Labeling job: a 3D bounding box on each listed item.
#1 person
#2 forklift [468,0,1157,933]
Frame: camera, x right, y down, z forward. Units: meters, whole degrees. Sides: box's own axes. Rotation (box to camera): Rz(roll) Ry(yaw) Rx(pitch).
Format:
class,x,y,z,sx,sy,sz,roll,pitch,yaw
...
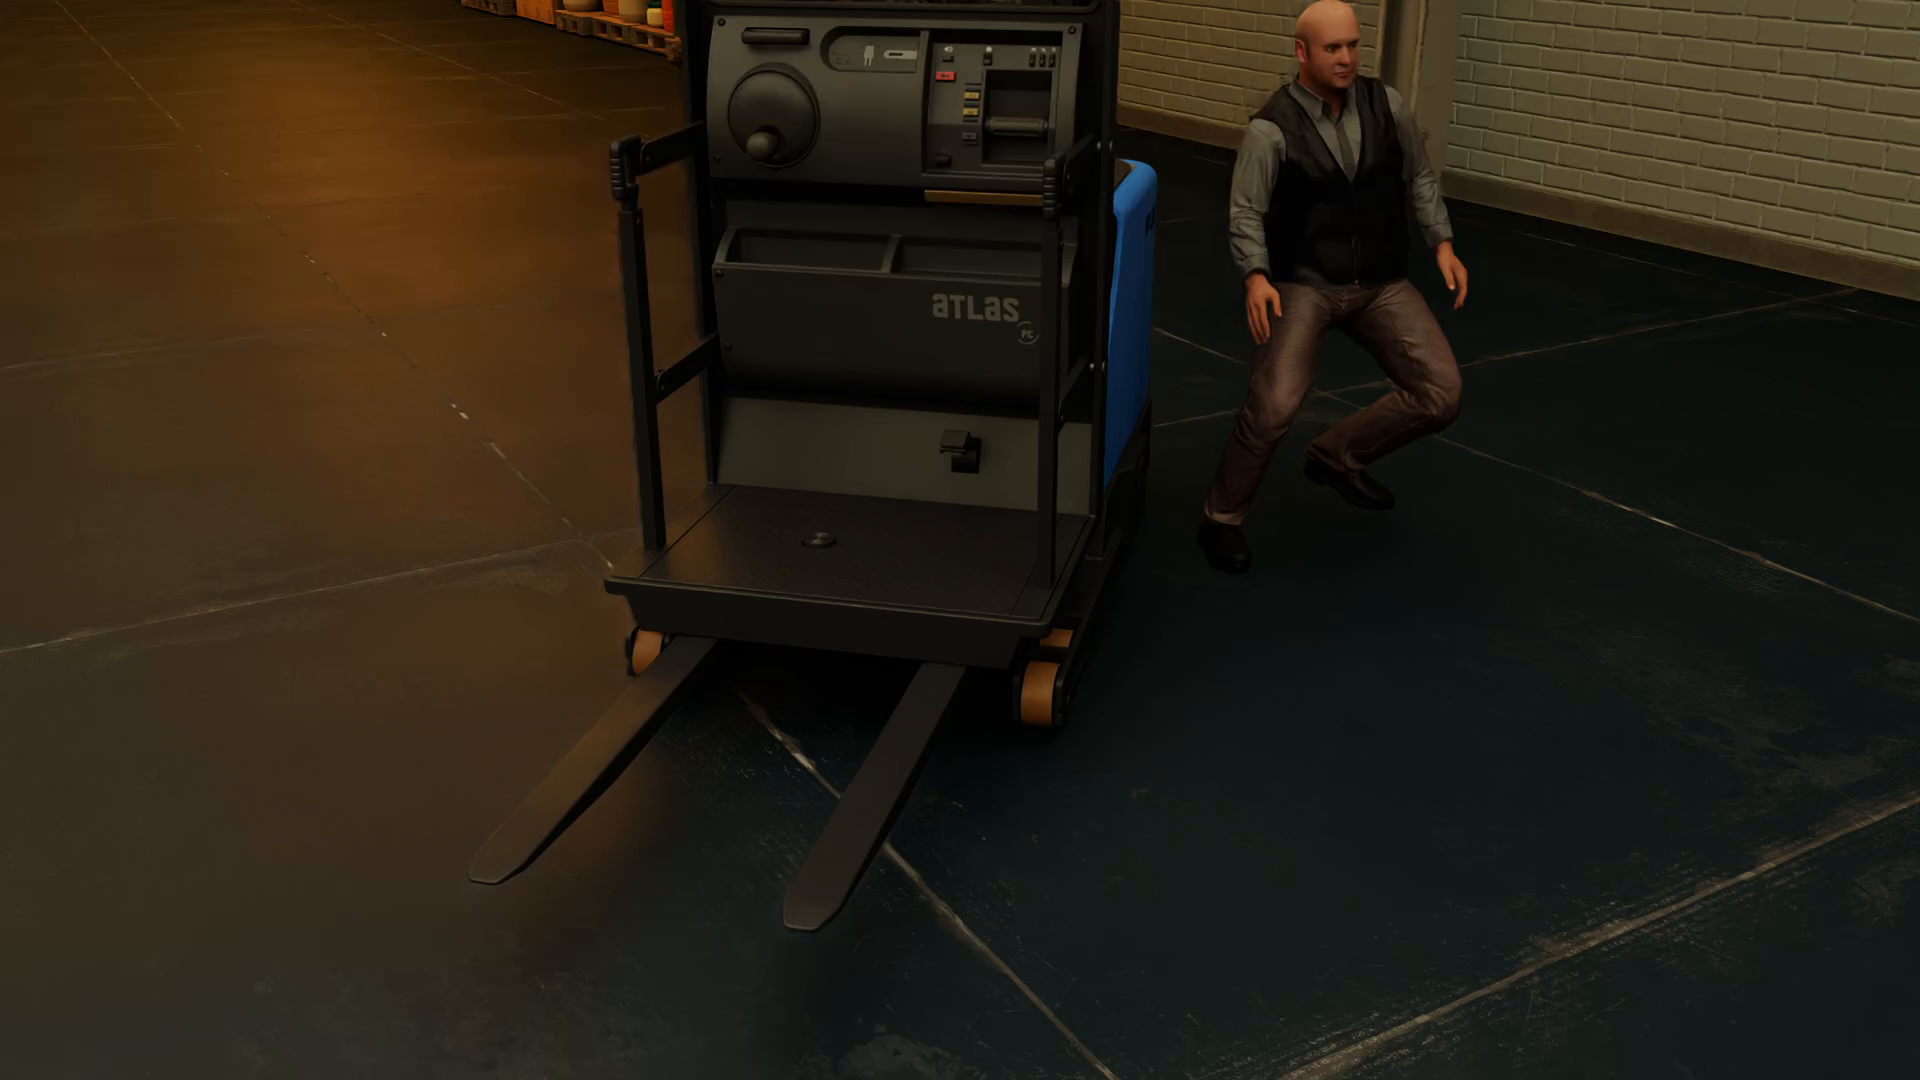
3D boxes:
class,x,y,z,sx,sy,sz,roll,pitch,yaw
person,1.095,-0.733,4.833,0.759,1.586,0.649,-4,23,-9
forklift,-0.217,-1.059,3.853,1.130,2.935,3.031,5,23,13
